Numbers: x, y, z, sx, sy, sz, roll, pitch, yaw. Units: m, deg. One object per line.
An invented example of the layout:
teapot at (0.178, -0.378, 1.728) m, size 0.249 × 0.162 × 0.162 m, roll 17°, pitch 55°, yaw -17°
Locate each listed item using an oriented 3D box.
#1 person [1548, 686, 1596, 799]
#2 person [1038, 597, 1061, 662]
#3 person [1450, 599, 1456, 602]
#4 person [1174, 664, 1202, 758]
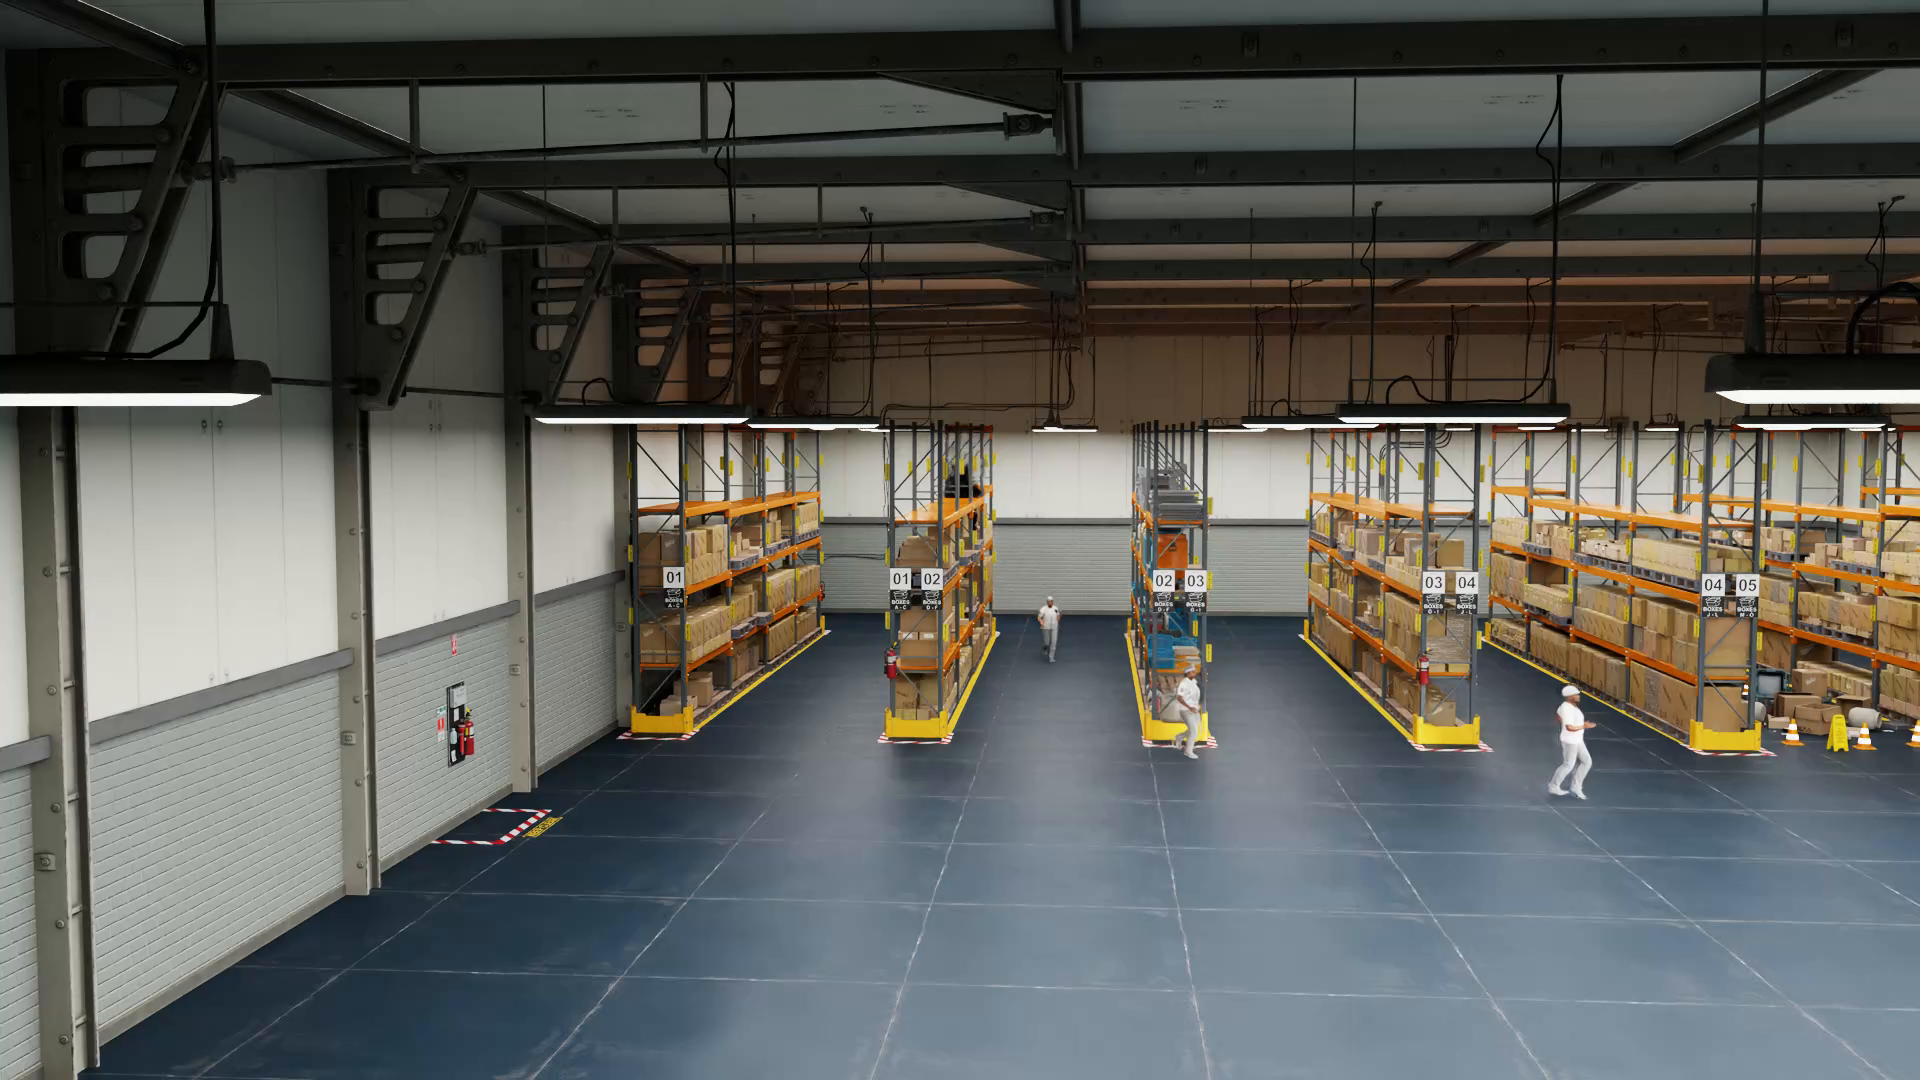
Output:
person at (9.629, 3.192, 26.117) m, size 0.706 × 1.811 × 0.673 m, roll 2°, pitch 4°, yaw 31°
person at (2.278, 2.253, 42.217) m, size 0.607 × 1.645 × 0.714 m, roll -1°, pitch 4°, yaw -9°
person at (13.497, 2.027, 46.246) m, size 0.556 × 1.547 × 0.628 m, roll 1°, pitch 4°, yaw 20°
person at (4.058, 3.032, 29.653) m, size 0.567 × 1.668 × 0.610 m, roll 3°, pitch 5°, yaw 39°
